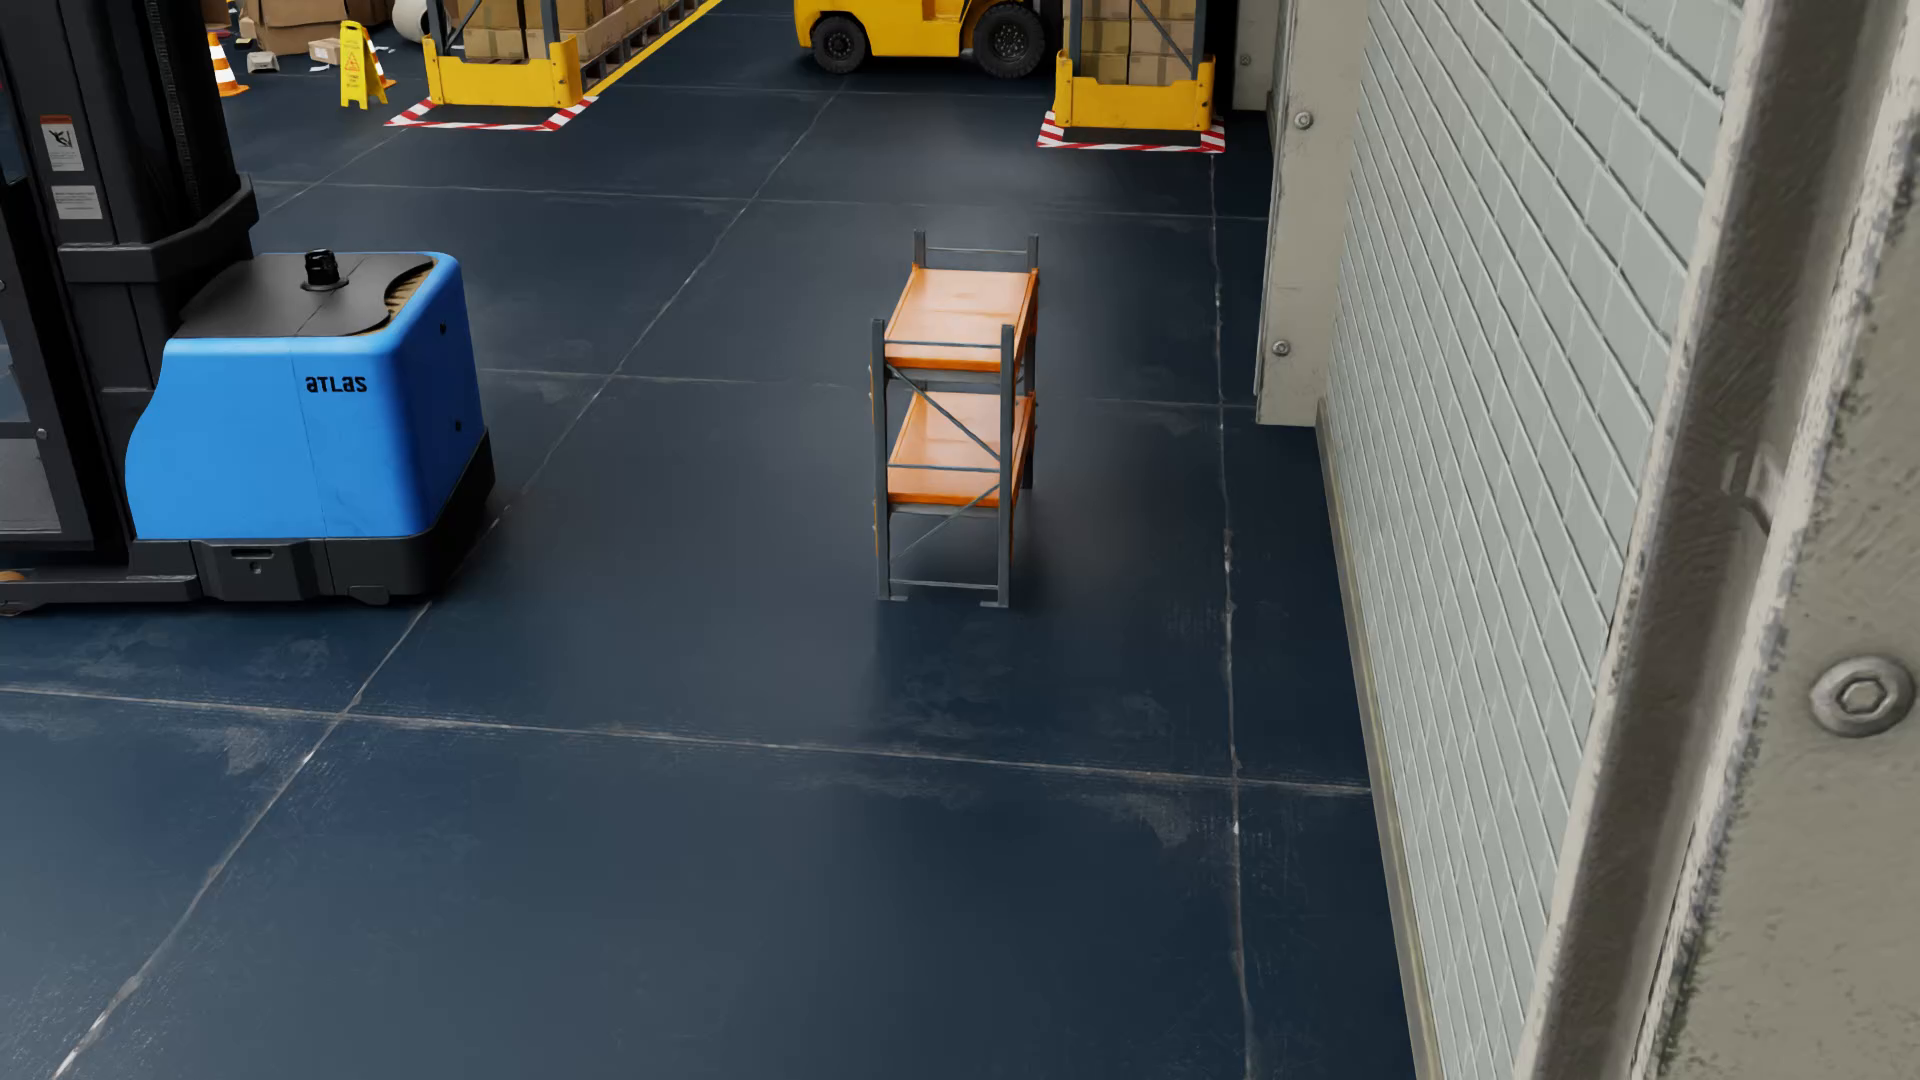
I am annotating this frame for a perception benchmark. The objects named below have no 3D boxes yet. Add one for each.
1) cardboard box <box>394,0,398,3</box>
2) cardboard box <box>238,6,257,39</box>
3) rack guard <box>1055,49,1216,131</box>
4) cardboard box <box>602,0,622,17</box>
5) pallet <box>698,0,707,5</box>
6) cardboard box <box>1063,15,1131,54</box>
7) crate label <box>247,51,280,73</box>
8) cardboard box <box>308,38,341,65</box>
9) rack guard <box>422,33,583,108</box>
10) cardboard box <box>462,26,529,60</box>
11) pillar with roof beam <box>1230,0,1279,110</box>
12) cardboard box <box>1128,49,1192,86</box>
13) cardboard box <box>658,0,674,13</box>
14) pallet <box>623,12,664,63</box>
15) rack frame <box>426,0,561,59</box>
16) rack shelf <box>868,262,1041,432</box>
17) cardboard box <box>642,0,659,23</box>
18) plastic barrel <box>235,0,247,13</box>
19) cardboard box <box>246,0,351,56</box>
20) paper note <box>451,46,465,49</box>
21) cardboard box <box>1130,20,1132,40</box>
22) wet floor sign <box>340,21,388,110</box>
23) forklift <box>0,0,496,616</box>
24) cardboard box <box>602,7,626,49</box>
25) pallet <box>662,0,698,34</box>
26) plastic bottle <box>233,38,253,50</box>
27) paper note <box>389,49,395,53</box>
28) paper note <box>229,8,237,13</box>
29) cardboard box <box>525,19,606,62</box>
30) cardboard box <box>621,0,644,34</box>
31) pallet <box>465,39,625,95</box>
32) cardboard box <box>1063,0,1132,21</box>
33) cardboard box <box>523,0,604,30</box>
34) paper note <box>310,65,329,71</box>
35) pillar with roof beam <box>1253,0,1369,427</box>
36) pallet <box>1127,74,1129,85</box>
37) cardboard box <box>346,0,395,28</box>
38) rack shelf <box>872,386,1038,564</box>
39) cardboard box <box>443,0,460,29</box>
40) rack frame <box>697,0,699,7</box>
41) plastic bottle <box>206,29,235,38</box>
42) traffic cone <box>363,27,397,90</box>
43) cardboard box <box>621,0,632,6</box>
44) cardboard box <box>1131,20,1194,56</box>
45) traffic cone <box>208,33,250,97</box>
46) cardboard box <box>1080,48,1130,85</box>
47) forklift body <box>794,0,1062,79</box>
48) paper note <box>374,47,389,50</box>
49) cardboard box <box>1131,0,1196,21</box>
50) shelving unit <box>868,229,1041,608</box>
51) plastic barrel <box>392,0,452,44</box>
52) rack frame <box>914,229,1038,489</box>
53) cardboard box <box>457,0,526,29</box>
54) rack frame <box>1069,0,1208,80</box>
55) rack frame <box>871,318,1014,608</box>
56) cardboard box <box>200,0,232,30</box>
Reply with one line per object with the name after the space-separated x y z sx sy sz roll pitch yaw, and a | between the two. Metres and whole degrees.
-5.352 -5.204 16.129 0.258 0.266 0.396 -17 33 -29 | cardboard box
-6.430 -4.786 15.354 0.396 0.266 0.258 8 29 15 | cardboard box
1.311 -3.385 12.505 1.175 0.500 0.348 3 28 6 | rack guard
-3.177 -4.709 13.993 0.500 0.500 0.500 2 28 4 | cardboard box
-3.029 -5.805 17.302 1.003 0.211 1.213 3 28 6 | pallet
1.064 -3.938 12.826 0.500 0.250 0.500 3 28 6 | cardboard box
-5.949 -4.078 14.176 0.250 0.136 0.298 -11 30 -20 | crate label
-5.457 -4.262 14.504 0.380 0.149 0.250 20 34 32 | cardboard box
-3.603 -3.718 13.125 1.175 0.500 0.348 3 28 6 | rack guard
-3.778 -4.165 13.774 0.500 0.250 0.500 3 28 6 | cardboard box
-1.979 -7.663 11.486 9.100 9.000 0.400 3 28 6 | pillar with roof beam
1.568 -3.691 12.894 0.500 0.250 0.500 3 29 6 | cardboard box
-2.983 -5.095 15.501 0.500 0.250 0.500 3 28 5 | cardboard box
-3.317 -4.544 14.962 1.003 0.211 1.213 3 28 6 | pallet
-3.613 -4.783 12.466 1.000 3.000 0.127 3 28 6 | rack frame
0.001 -0.756 6.350 0.538 0.278 1.000 3 28 6 | rack shelf
-3.050 -4.856 15.057 0.500 0.250 0.500 4 29 7 | cardboard box
-6.664 -5.149 15.861 0.421 0.421 0.512 -24 36 -37 | plastic barrel
-5.910 -4.658 14.866 0.797 0.503 0.637 -17 33 -29 | cardboard box
-4.505 -4.441 14.962 0.142 0.019 0.148 -6 29 -11 | paper note
1.136 -4.174 13.263 0.500 0.250 0.500 3 28 6 | cardboard box
-4.698 -3.719 12.973 0.267 0.644 0.232 14 31 24 | wet floor sign
-3.477 -1.257 5.993 3.031 2.935 1.130 -1 28 -1 | forklift
-3.169 -4.361 14.138 0.500 0.250 0.500 4 29 8 | cardboard box
-3.170 -5.120 16.031 1.003 0.211 1.213 3 28 6 | pallet
-6.465 -4.485 15.010 0.133 0.061 0.283 -6 29 -11 | plastic bottle
-5.072 -4.365 14.841 0.032 0.001 0.123 3 28 6 | paper note
-7.231 -5.230 16.425 0.147 0.020 0.142 -17 33 -29 | paper note
-3.239 -4.121 13.693 0.500 0.250 0.500 3 28 6 | cardboard box
-3.115 -4.619 14.616 0.500 0.250 0.500 5 29 10 | cardboard box
-3.469 -3.972 13.899 1.003 0.211 1.213 3 28 6 | pallet
1.061 -4.146 12.685 0.500 0.250 0.500 4 29 8 | cardboard box
-3.237 -4.462 13.536 0.500 0.500 0.500 2 28 4 | cardboard box
-5.472 -4.037 14.210 0.148 0.019 0.142 -6 29 -11 | paper note
-2.714 -4.839 6.244 9.100 9.000 0.400 3 28 6 | pillar with roof beam
1.366 -3.631 13.268 1.003 0.211 1.213 3 28 6 | pallet
-5.804 -5.158 15.651 0.797 0.637 0.503 3 28 6 | cardboard box
0.001 -0.283 6.605 0.538 0.278 1.000 3 28 6 | rack shelf
-4.604 -5.141 15.763 0.500 0.500 0.500 -24 36 -37 | cardboard box
-3.122 -6.666 15.961 1.000 3.000 0.127 3 28 6 | rack frame
-6.856 -4.682 15.377 0.283 0.061 0.133 -6 29 -11 | plastic bottle
-4.840 -3.944 13.582 0.336 0.463 0.334 3 28 6 | traffic cone
-3.108 -4.944 14.431 0.500 0.500 0.500 4 29 7 | cardboard box
1.578 -3.900 12.756 0.500 0.250 0.500 4 29 7 | cardboard box
-5.984 -3.848 13.405 0.336 0.463 0.334 3 28 6 | traffic cone
1.058 -3.710 12.931 0.500 0.250 0.500 4 29 7 | cardboard box
-0.264 -5.121 13.988 2.313 2.155 1.214 3 28 6 | forklift body
-5.219 -4.423 14.939 0.148 0.019 0.142 14 31 24 | paper note
1.561 -4.126 12.648 0.500 0.250 0.500 3 28 5 | cardboard box
0.001 -0.498 6.489 0.538 1.125 1.048 3 28 6 | shelving unit
-4.862 -4.709 15.045 0.421 0.421 0.512 -24 36 -37 | plastic barrel
0.063 -0.738 6.933 0.500 1.125 0.032 3 28 6 | rack frame
-3.773 -4.480 13.568 0.500 0.500 0.500 4 29 7 | cardboard box
1.314 -4.496 11.933 1.000 3.000 0.127 3 28 6 | rack frame
-0.061 -0.259 6.045 0.500 1.125 0.032 3 28 6 | rack frame
-7.219 -5.016 15.531 0.500 0.500 0.500 8 29 15 | cardboard box
